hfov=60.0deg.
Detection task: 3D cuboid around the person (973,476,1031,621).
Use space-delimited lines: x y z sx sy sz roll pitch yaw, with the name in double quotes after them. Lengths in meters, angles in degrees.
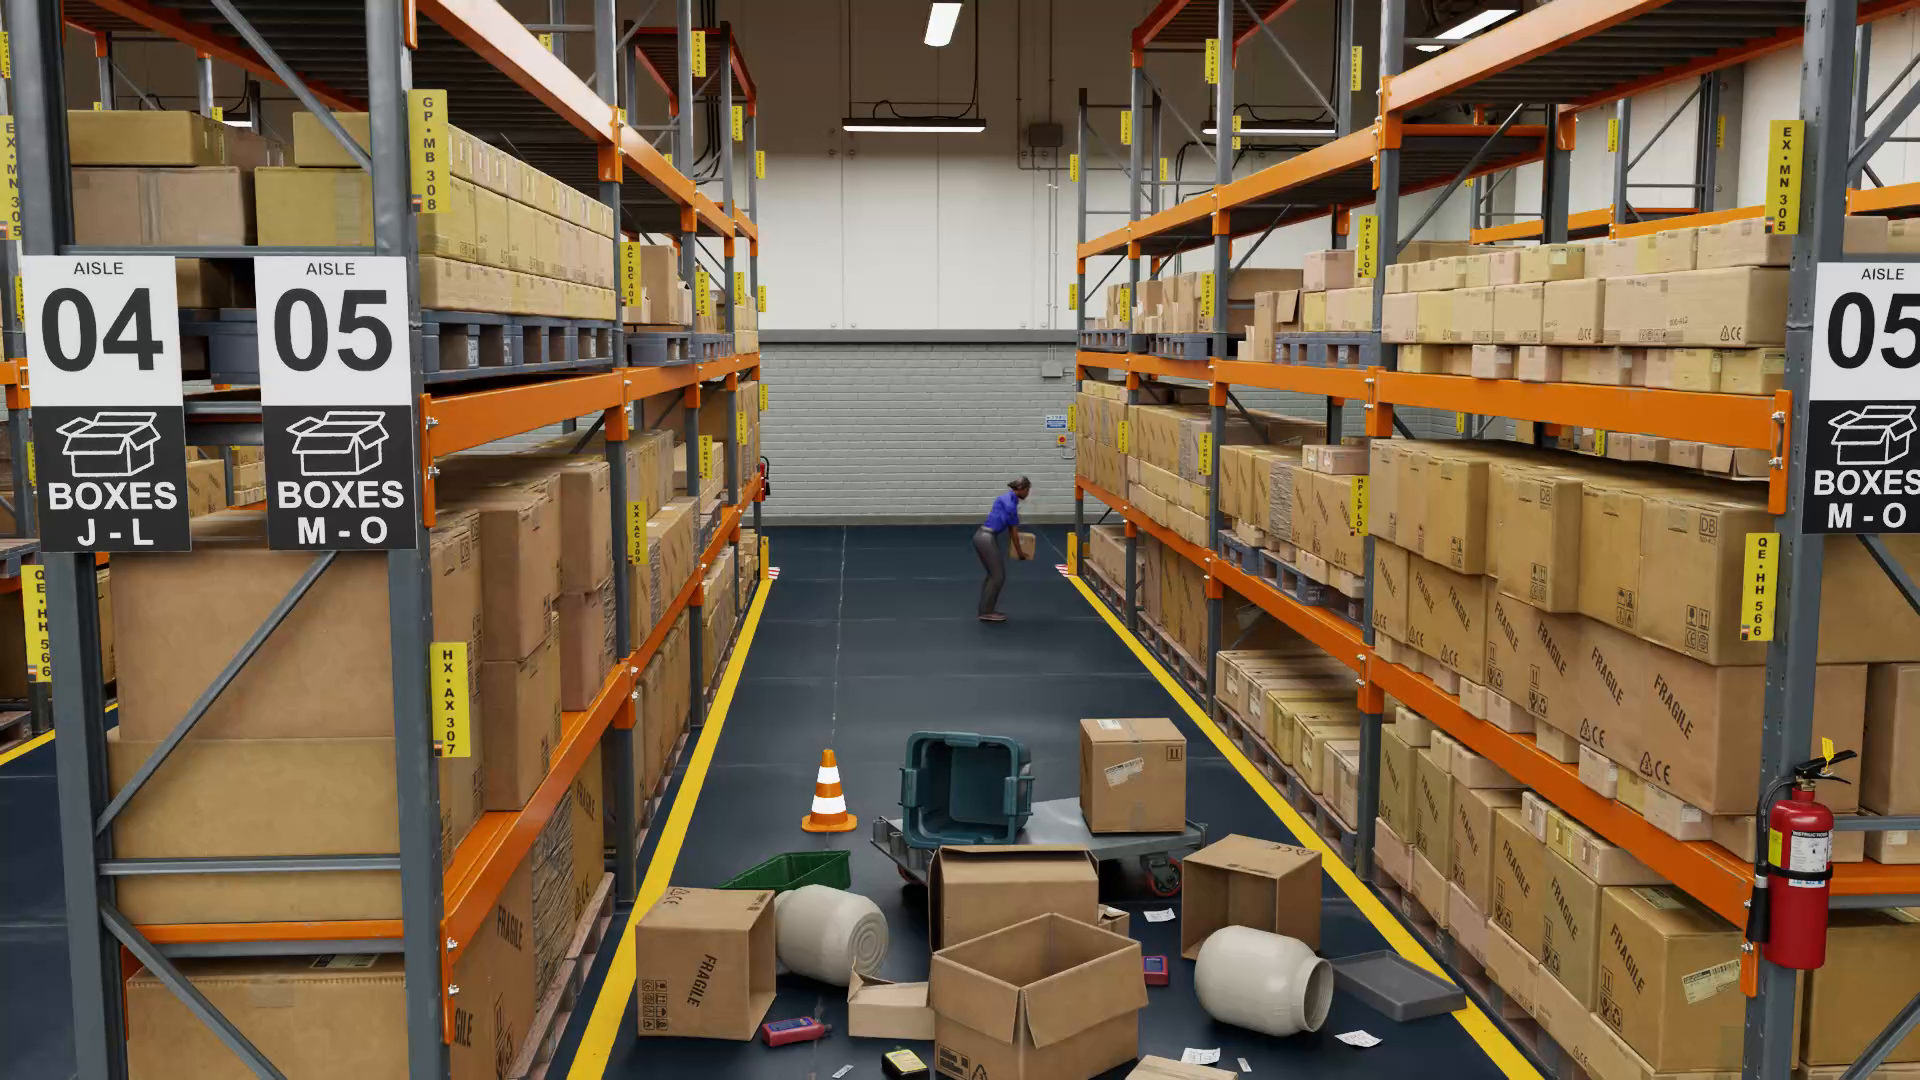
0.446 0.082 17.667 0.614 1.531 0.415 -1 7 -5 "person"
